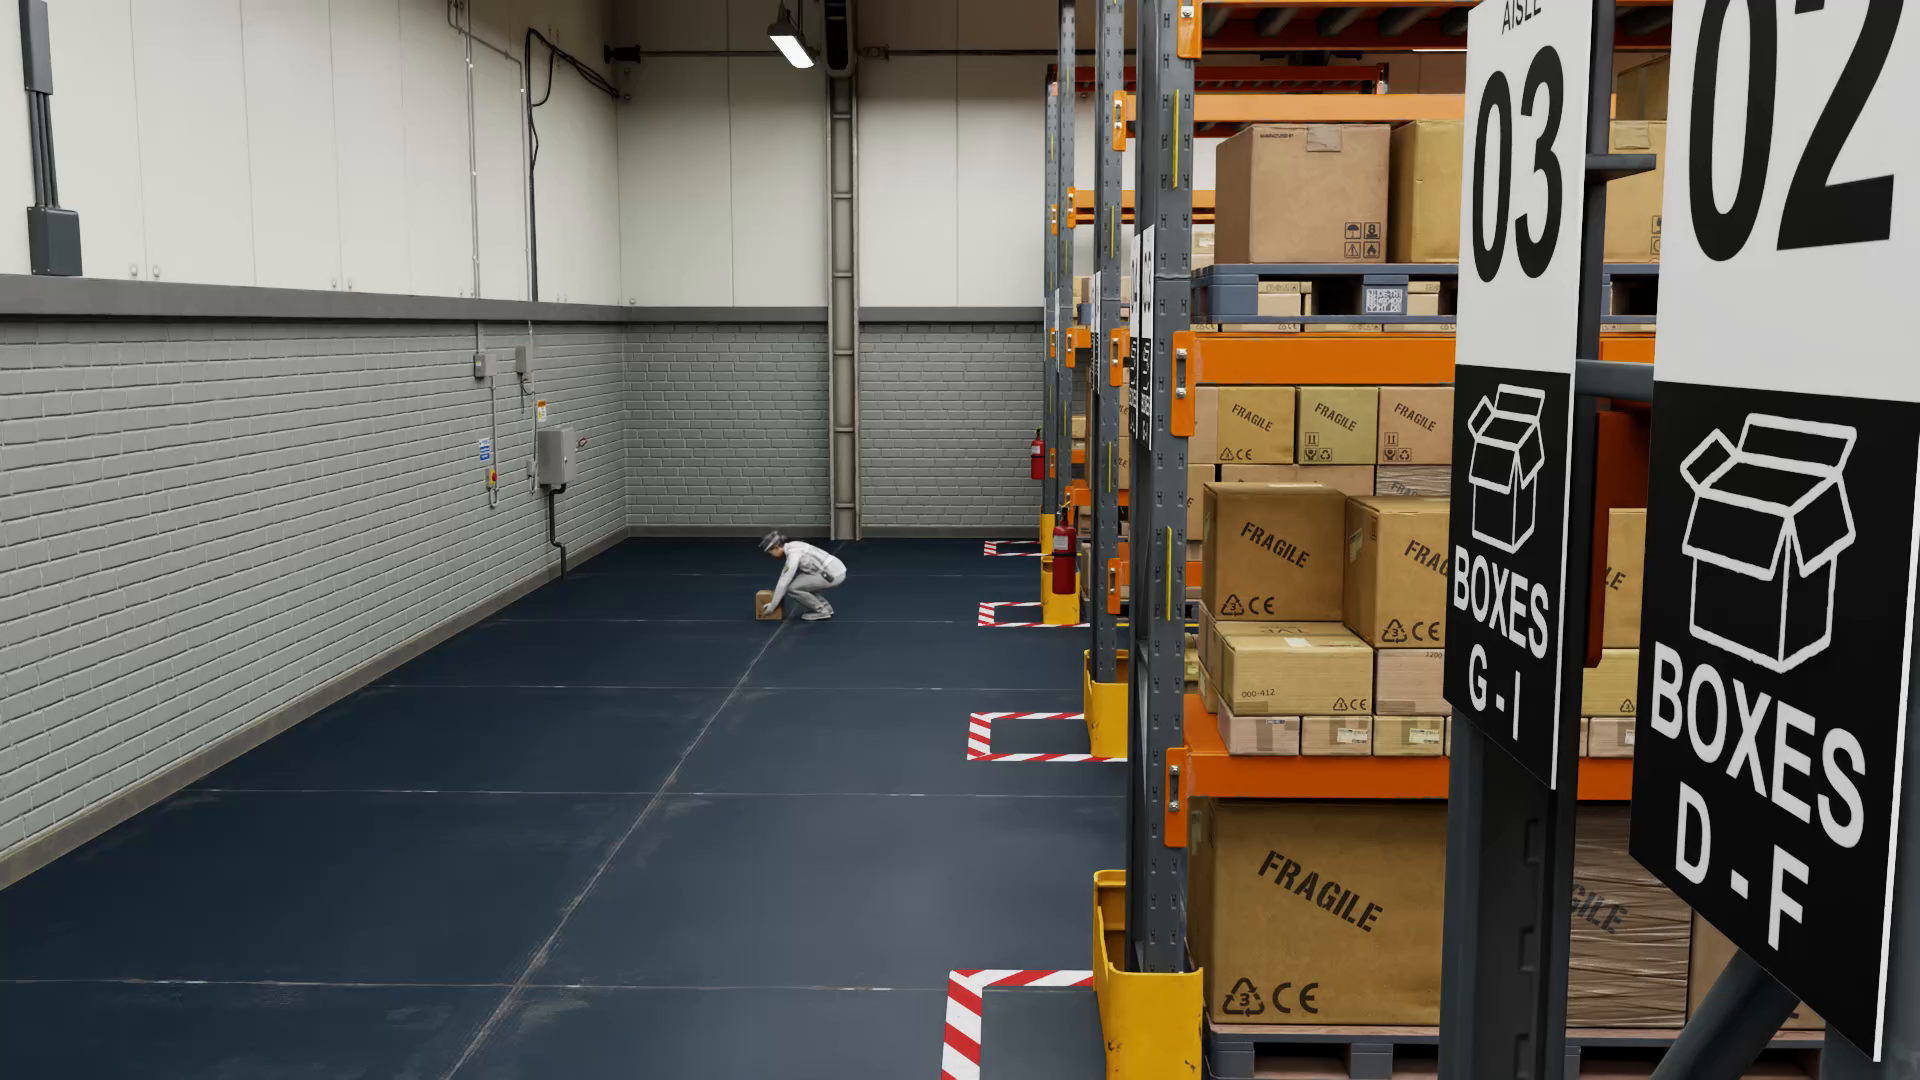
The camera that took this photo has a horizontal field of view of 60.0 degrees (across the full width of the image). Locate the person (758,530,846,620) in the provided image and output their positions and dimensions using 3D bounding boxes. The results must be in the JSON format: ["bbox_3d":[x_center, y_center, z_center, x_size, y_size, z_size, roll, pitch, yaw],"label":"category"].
[{"bbox_3d":[-1.546,0.337,16.288,0.856,0.875,0.483,0,7,1],"label":"person"}]
